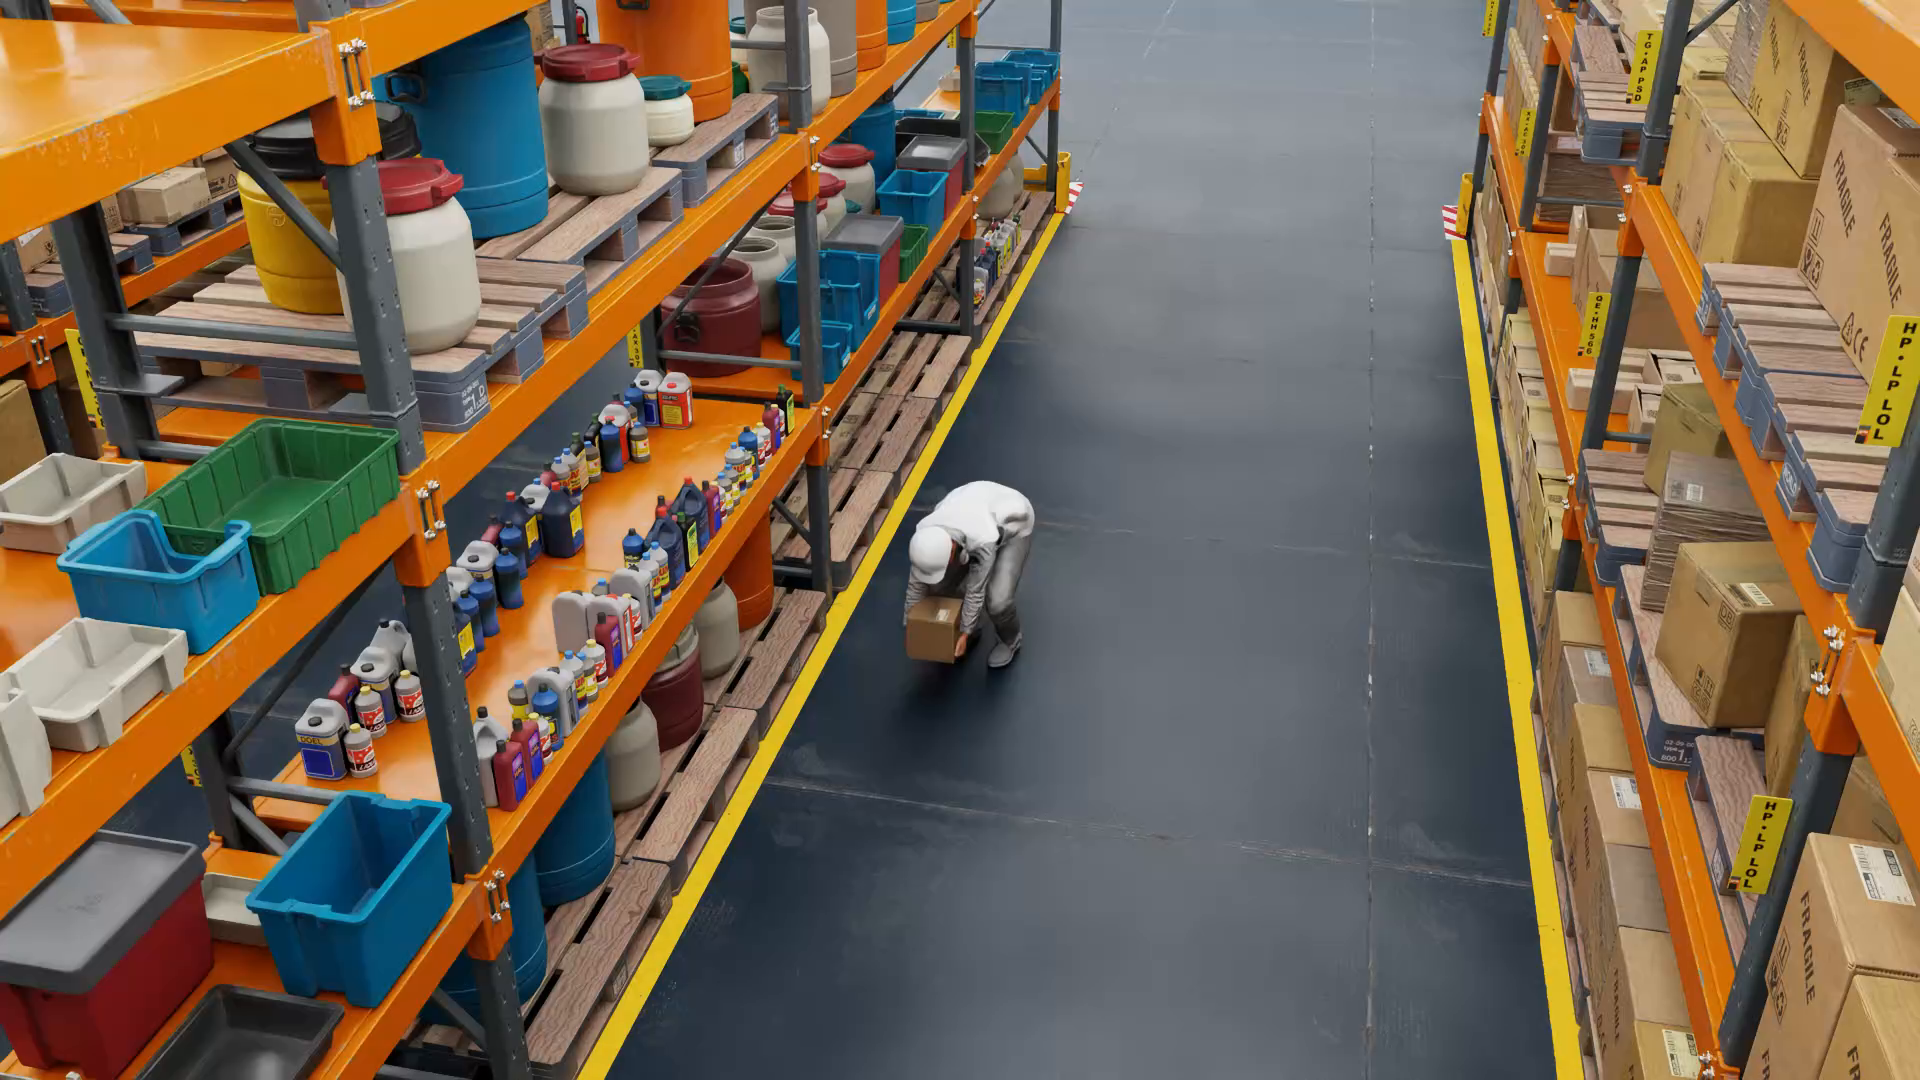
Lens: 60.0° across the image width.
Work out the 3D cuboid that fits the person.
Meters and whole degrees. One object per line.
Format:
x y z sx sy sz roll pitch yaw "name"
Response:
0.031 0.241 8.926 0.512 1.032 0.999 16 32 27 "person"
